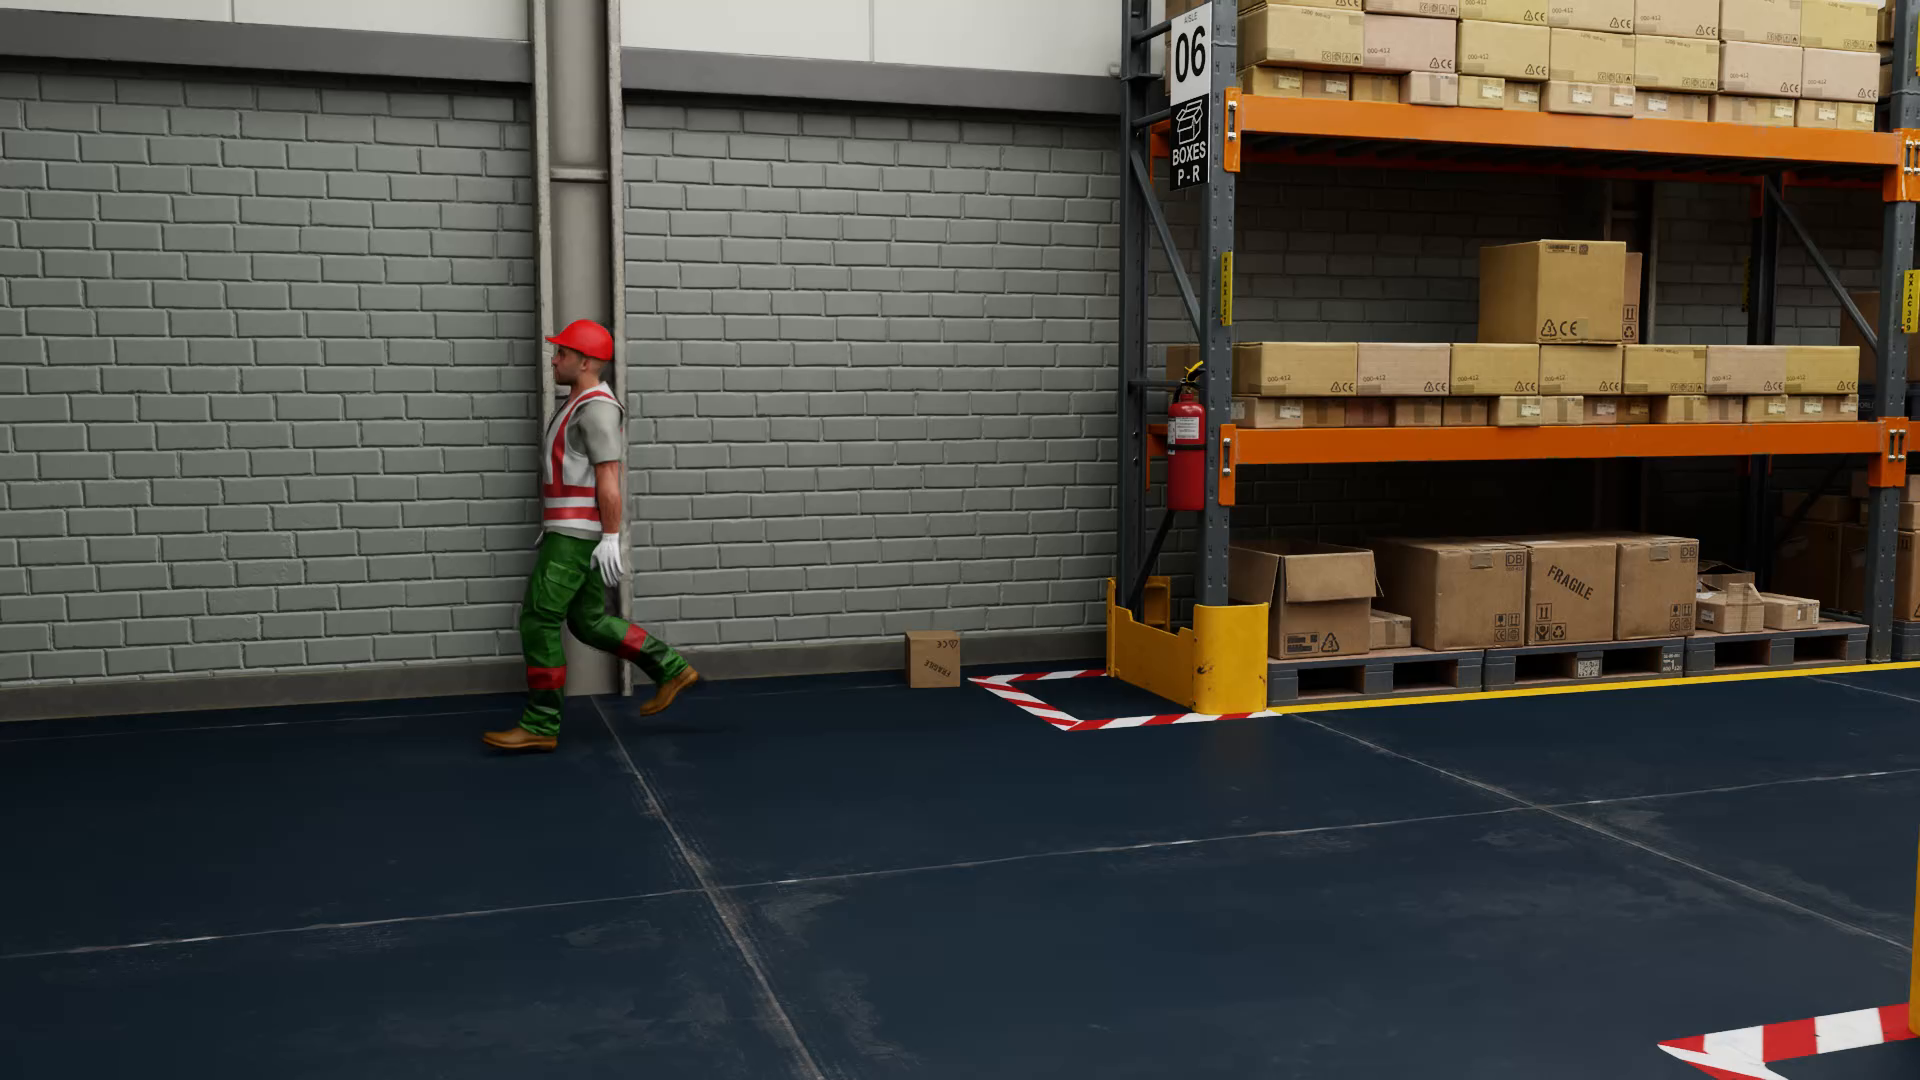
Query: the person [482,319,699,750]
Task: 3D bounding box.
[{"bbox_3d":[-1.538,-0.028,6.912,0.913,1.762,0.553,-2,6,-16],"label":"person"}]
